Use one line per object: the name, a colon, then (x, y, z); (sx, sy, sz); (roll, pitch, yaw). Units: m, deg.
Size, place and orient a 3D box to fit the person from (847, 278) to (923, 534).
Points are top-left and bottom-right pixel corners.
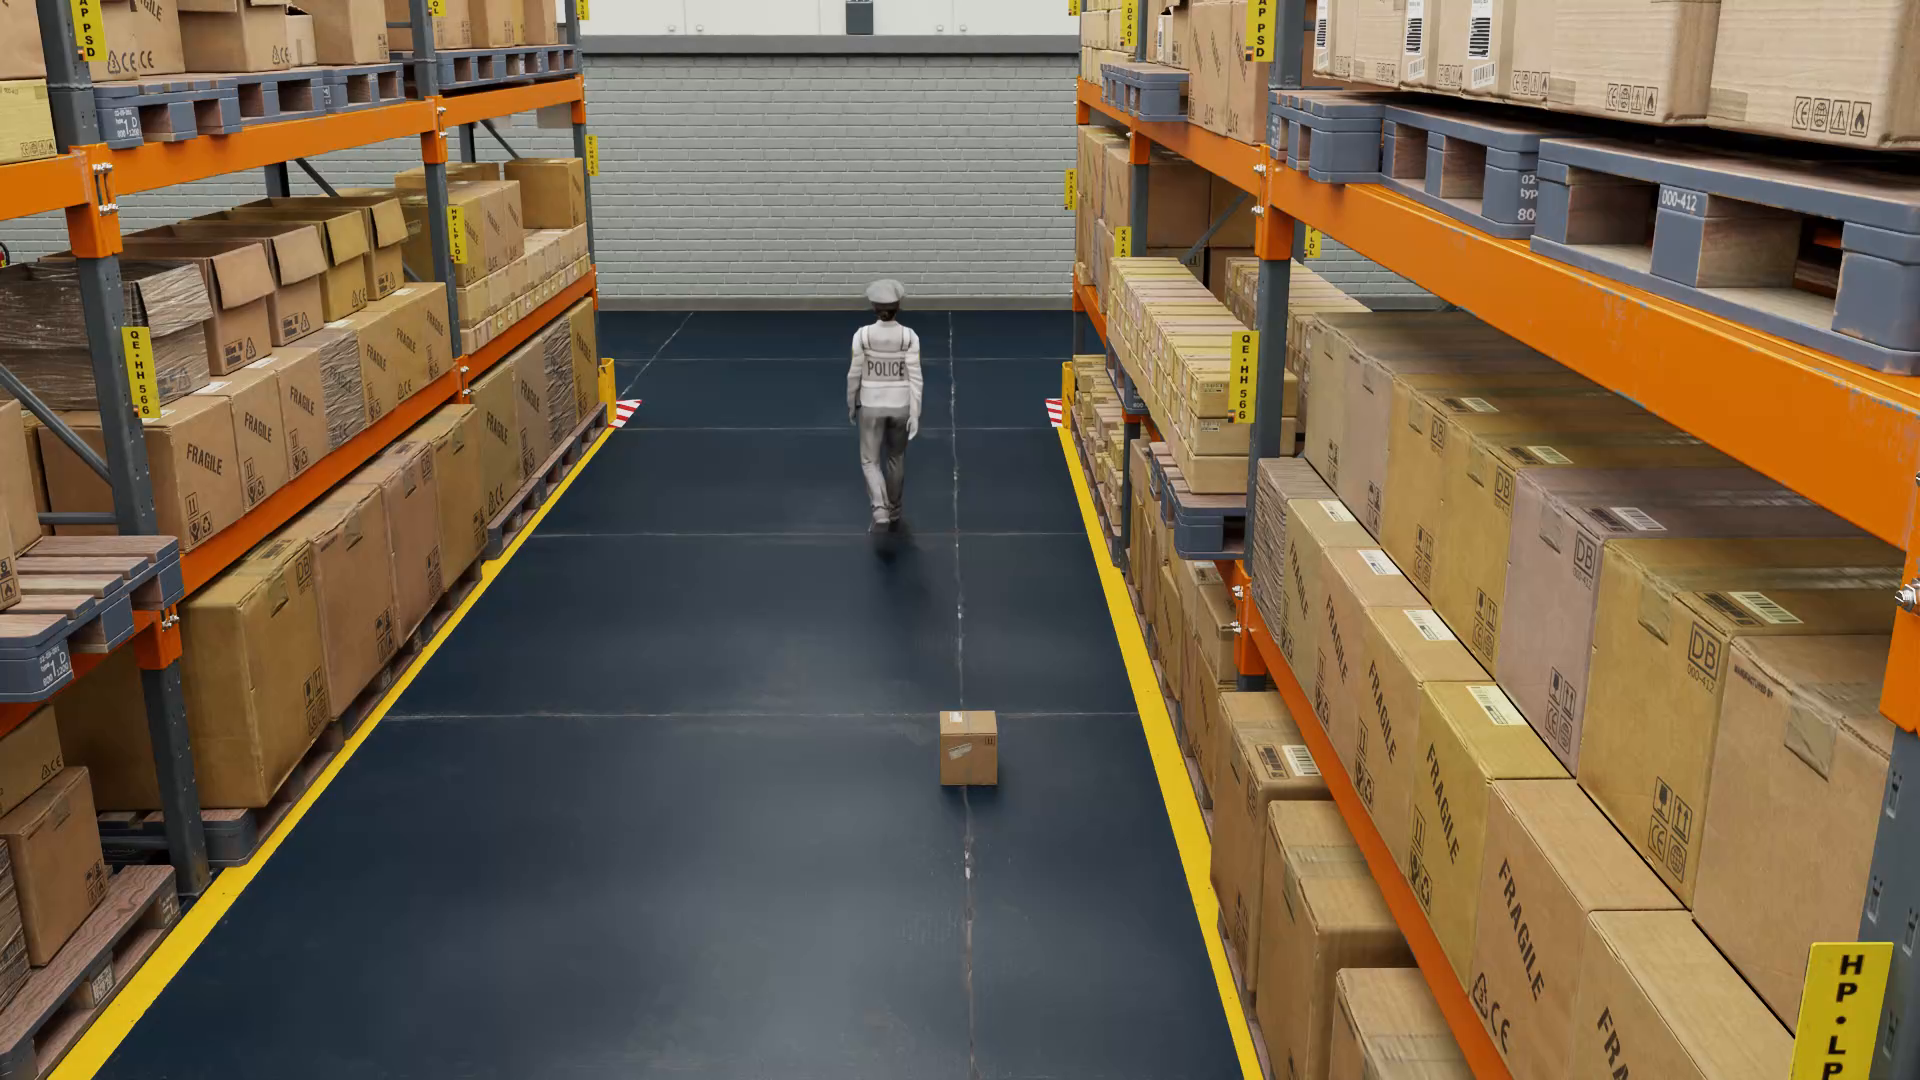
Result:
person: (-0.483, -0.853, 10.715); (0.477, 1.645, 0.949); (-3, 18, -10)
